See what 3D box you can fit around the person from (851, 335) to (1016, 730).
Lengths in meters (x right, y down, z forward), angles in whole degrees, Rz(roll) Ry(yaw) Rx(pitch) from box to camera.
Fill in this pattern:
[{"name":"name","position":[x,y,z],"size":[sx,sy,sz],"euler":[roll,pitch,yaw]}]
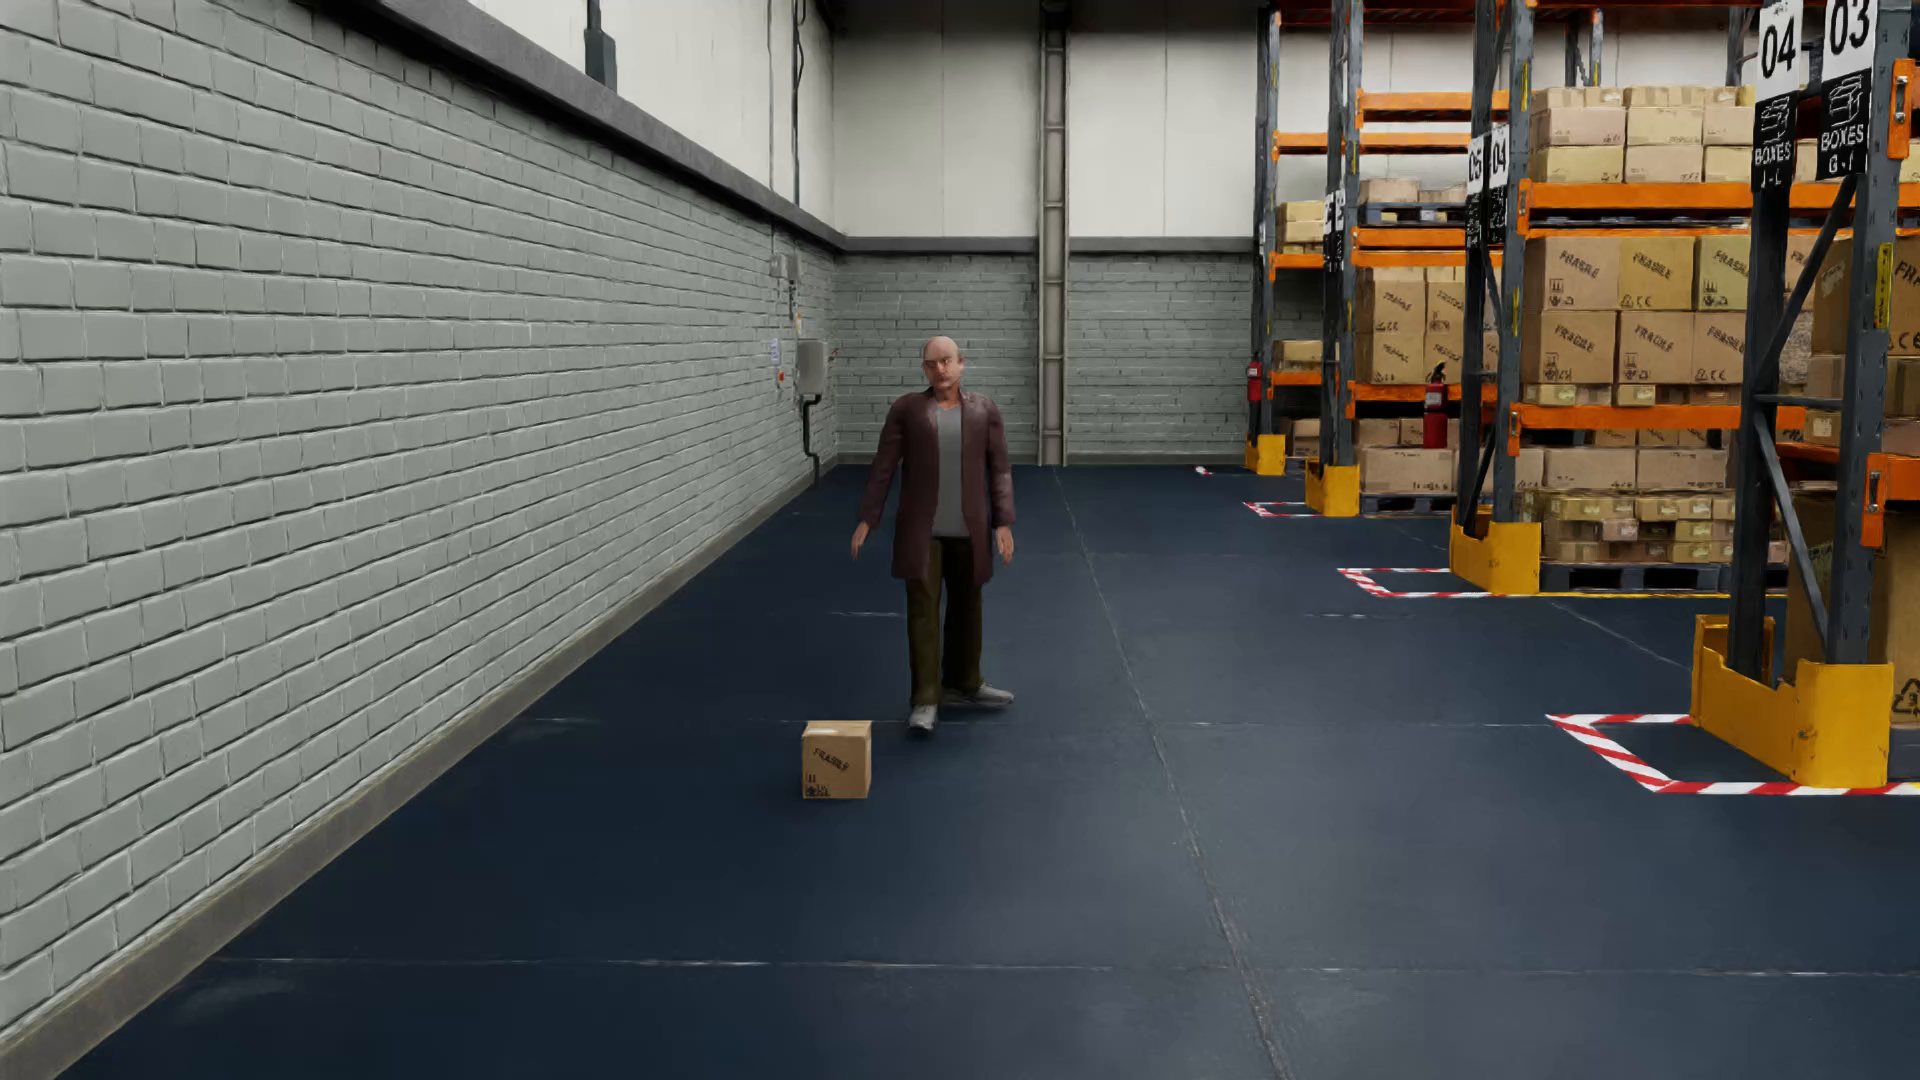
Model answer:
[{"name":"person","position":[-0.105,-0.043,7.617],"size":[0.791,1.774,0.697],"euler":[-2,7,-13]}]
